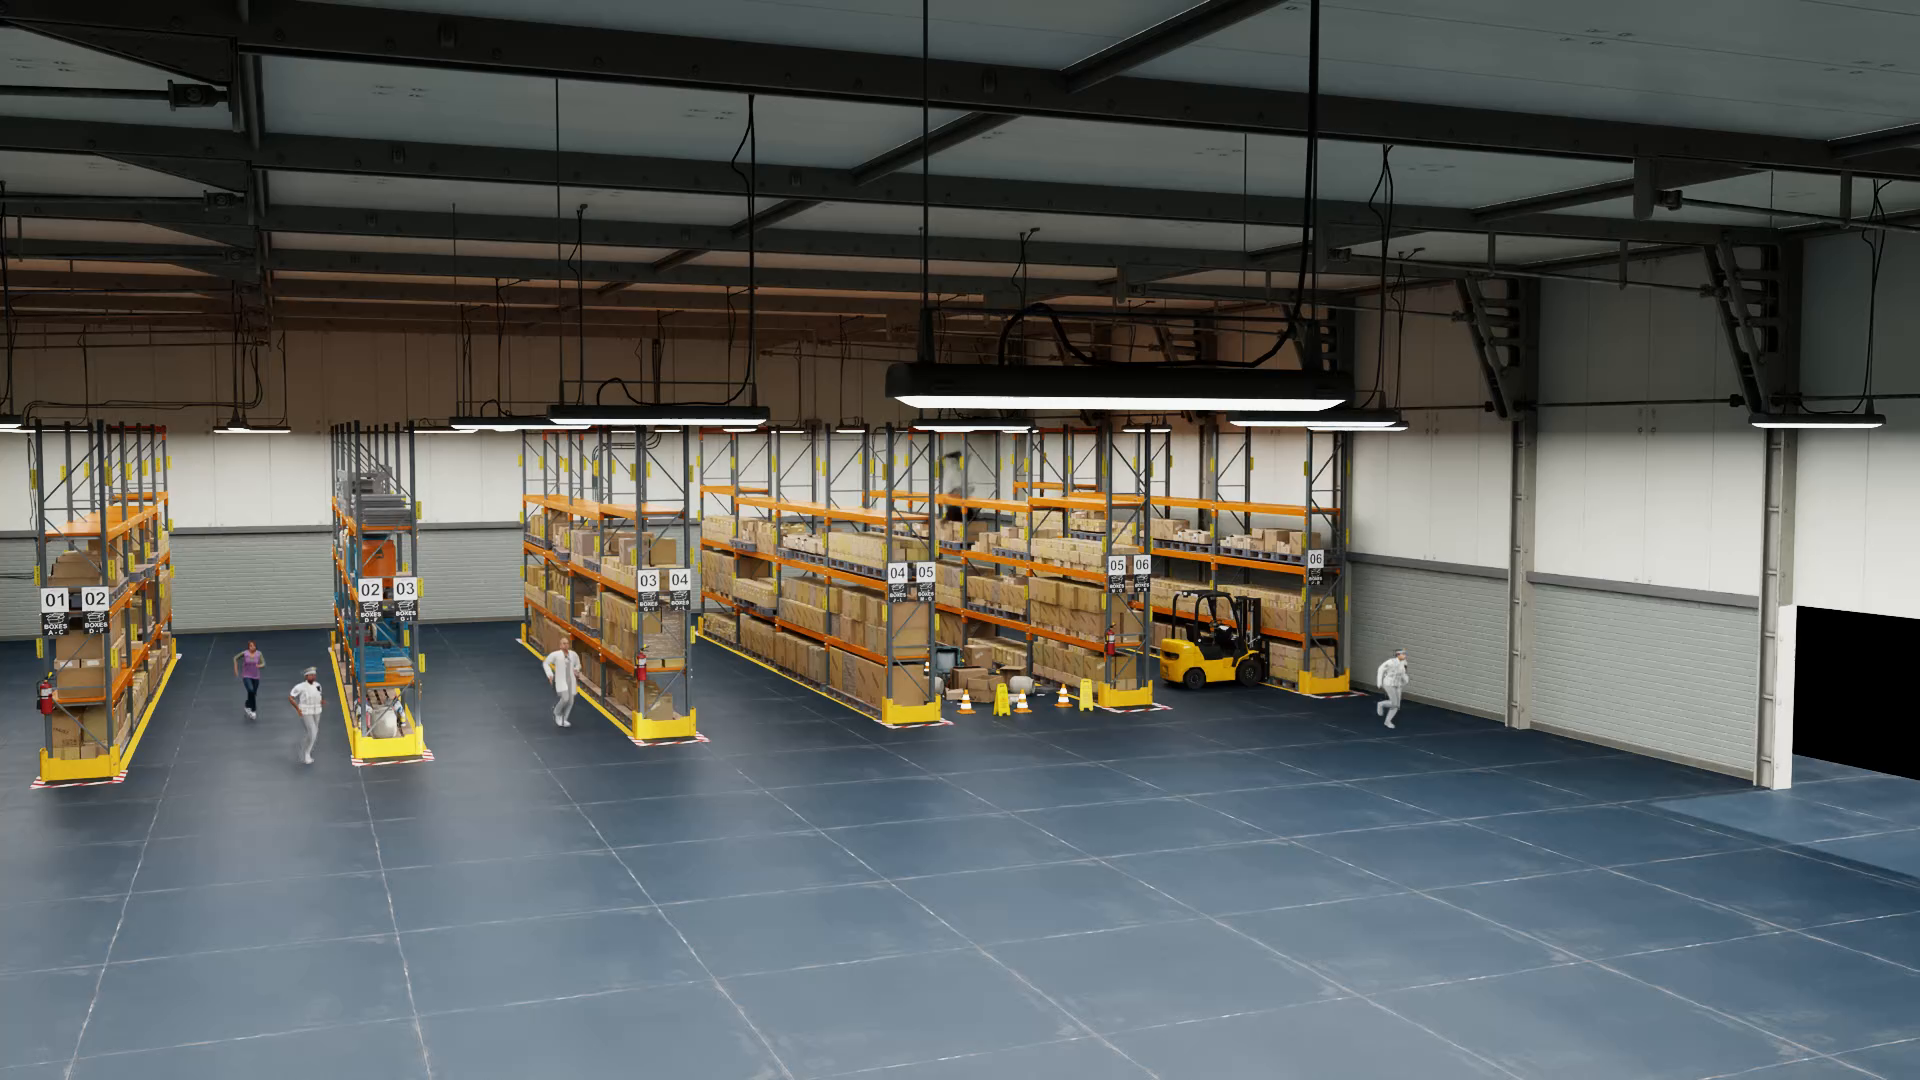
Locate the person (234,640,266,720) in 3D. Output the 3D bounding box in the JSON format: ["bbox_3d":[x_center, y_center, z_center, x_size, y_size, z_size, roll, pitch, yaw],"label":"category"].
[{"bbox_3d":[-14.379,2.822,33.705,0.556,1.614,0.788,-2,4,-34],"label":"person"}]

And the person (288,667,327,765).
[{"bbox_3d":[-11.361,3.070,29.093,0.681,1.708,0.549,2,4,31],"label":"person"}]

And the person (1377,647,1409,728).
[{"bbox_3d":[8.528,2.888,32.763,0.607,1.619,0.688,-3,4,-35],"label":"person"}]

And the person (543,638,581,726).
[{"bbox_3d":[-7.742,2.911,32.646,0.692,1.521,0.678,-3,5,-38],"label":"person"}]
